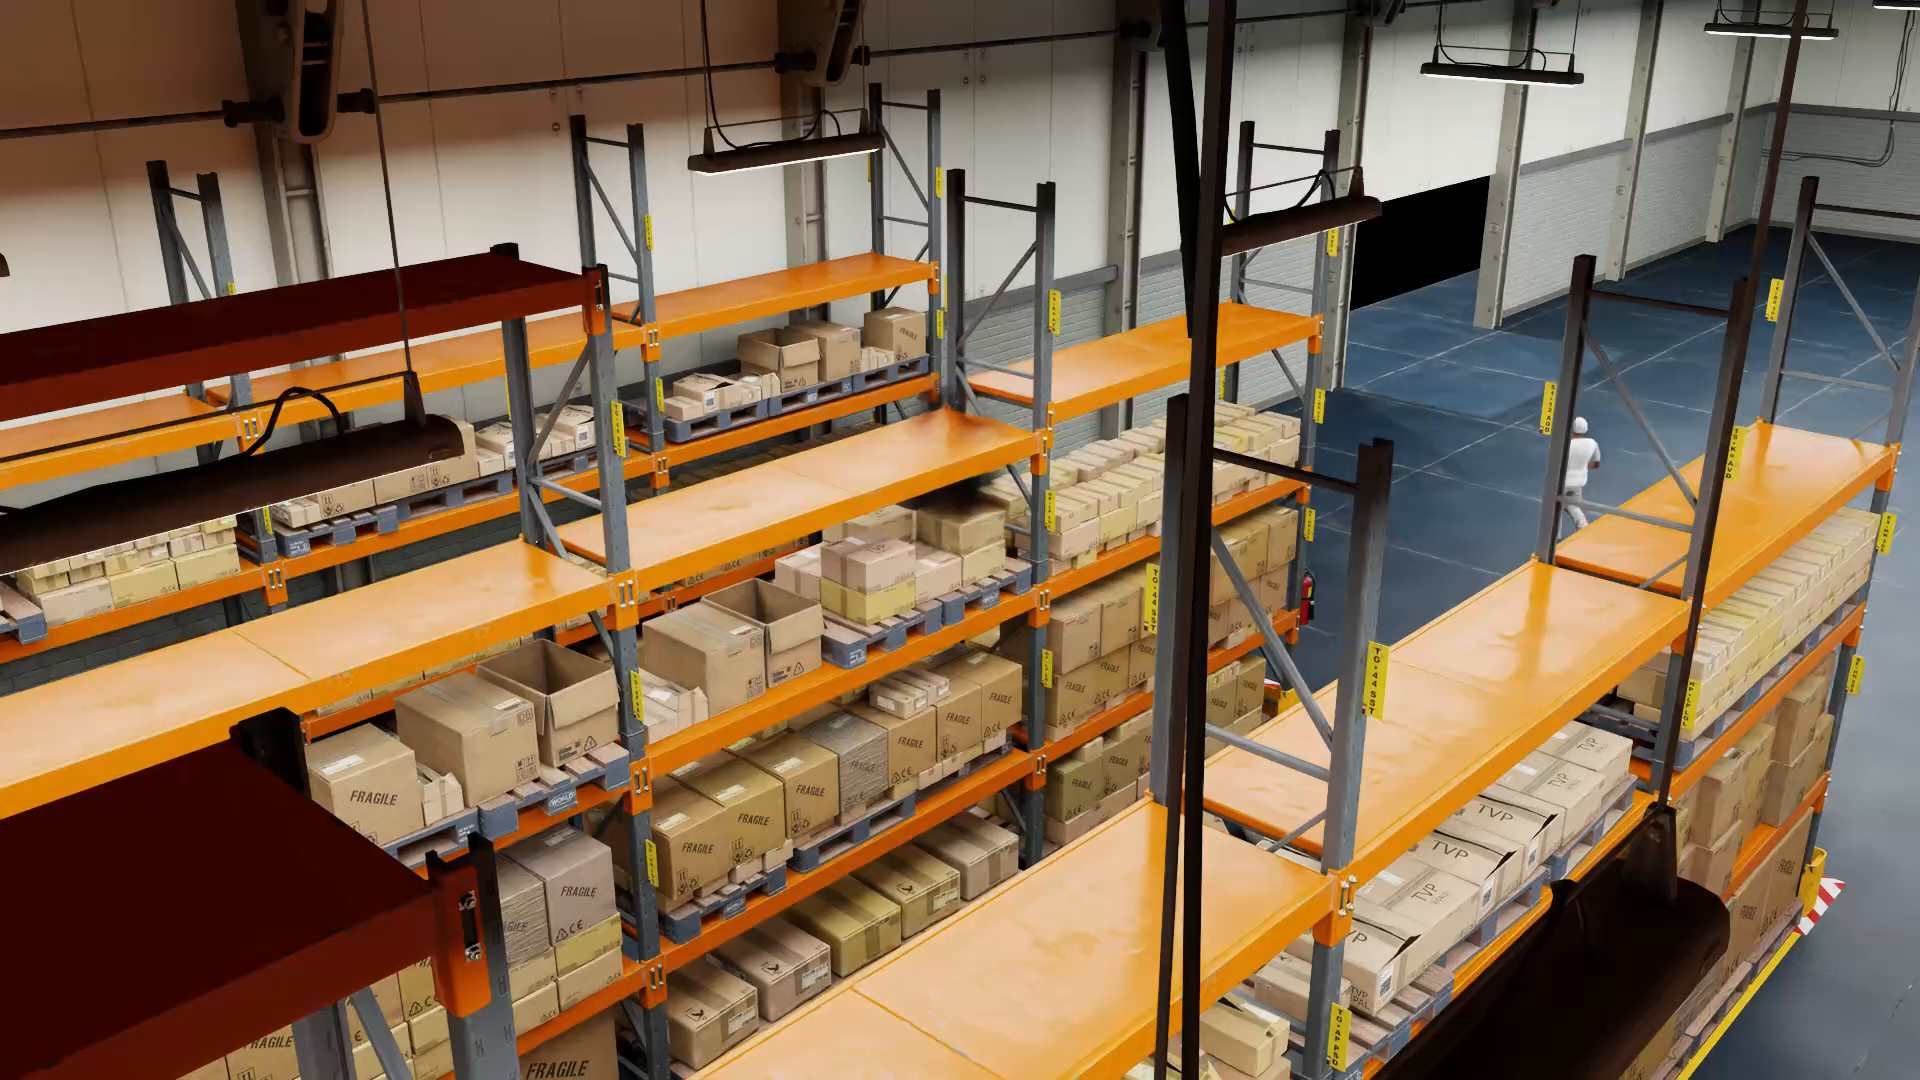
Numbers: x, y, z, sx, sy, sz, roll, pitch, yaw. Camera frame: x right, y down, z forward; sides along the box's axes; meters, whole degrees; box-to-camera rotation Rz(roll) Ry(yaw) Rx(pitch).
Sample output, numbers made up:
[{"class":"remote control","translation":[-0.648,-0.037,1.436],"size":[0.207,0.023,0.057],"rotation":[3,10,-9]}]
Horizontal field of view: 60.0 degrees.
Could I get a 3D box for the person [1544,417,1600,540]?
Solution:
[{"class":"person","translation":[7.907,-0.762,21.602],"size":[0.696,1.750,0.855],"rotation":[-1,21,-2]}]
